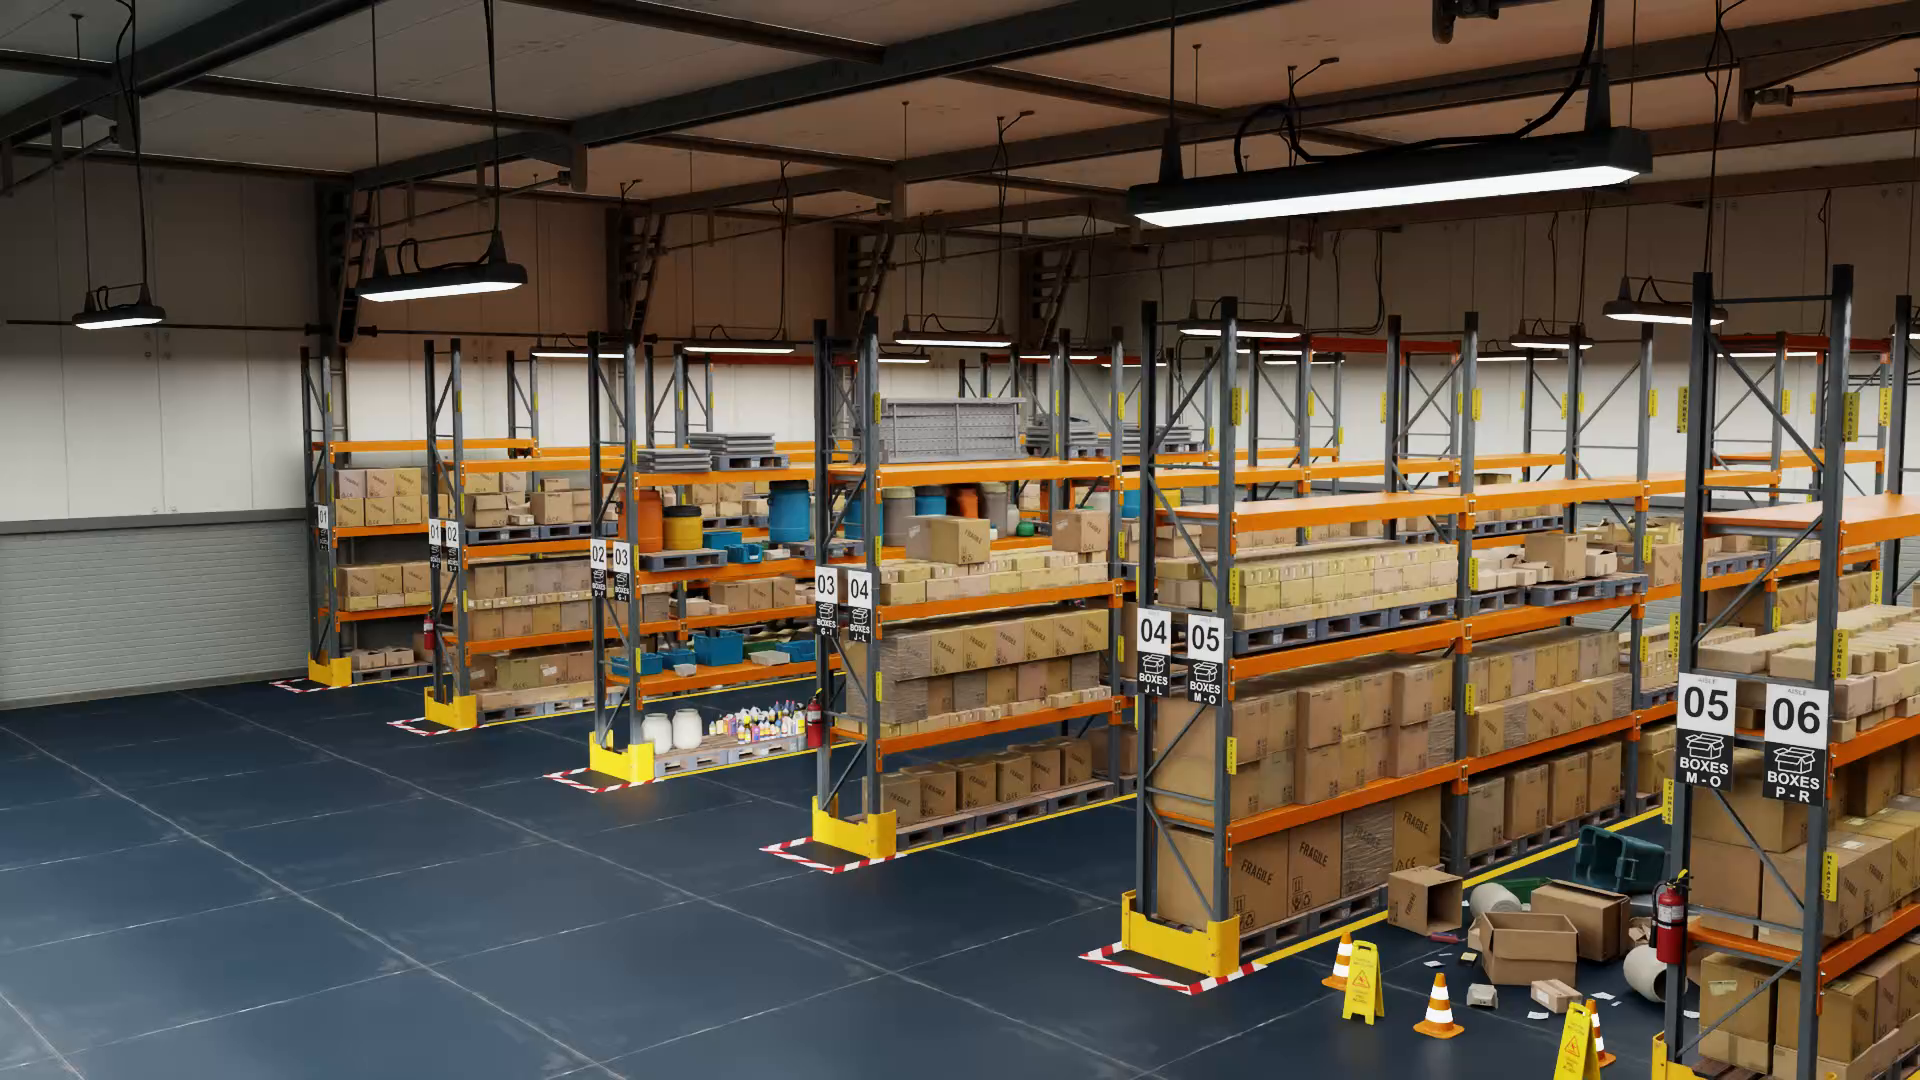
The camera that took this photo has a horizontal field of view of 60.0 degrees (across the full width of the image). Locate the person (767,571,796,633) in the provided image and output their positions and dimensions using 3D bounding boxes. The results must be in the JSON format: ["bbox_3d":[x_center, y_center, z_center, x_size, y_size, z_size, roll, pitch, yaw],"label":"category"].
[{"bbox_3d":[-3.592,1.332,33.297,0.672,1.779,0.876,4,6,39],"label":"person"}]

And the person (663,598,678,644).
[{"bbox_3d":[-5.458,1.641,31.102,0.573,1.703,0.488,2,5,22],"label":"person"}]
